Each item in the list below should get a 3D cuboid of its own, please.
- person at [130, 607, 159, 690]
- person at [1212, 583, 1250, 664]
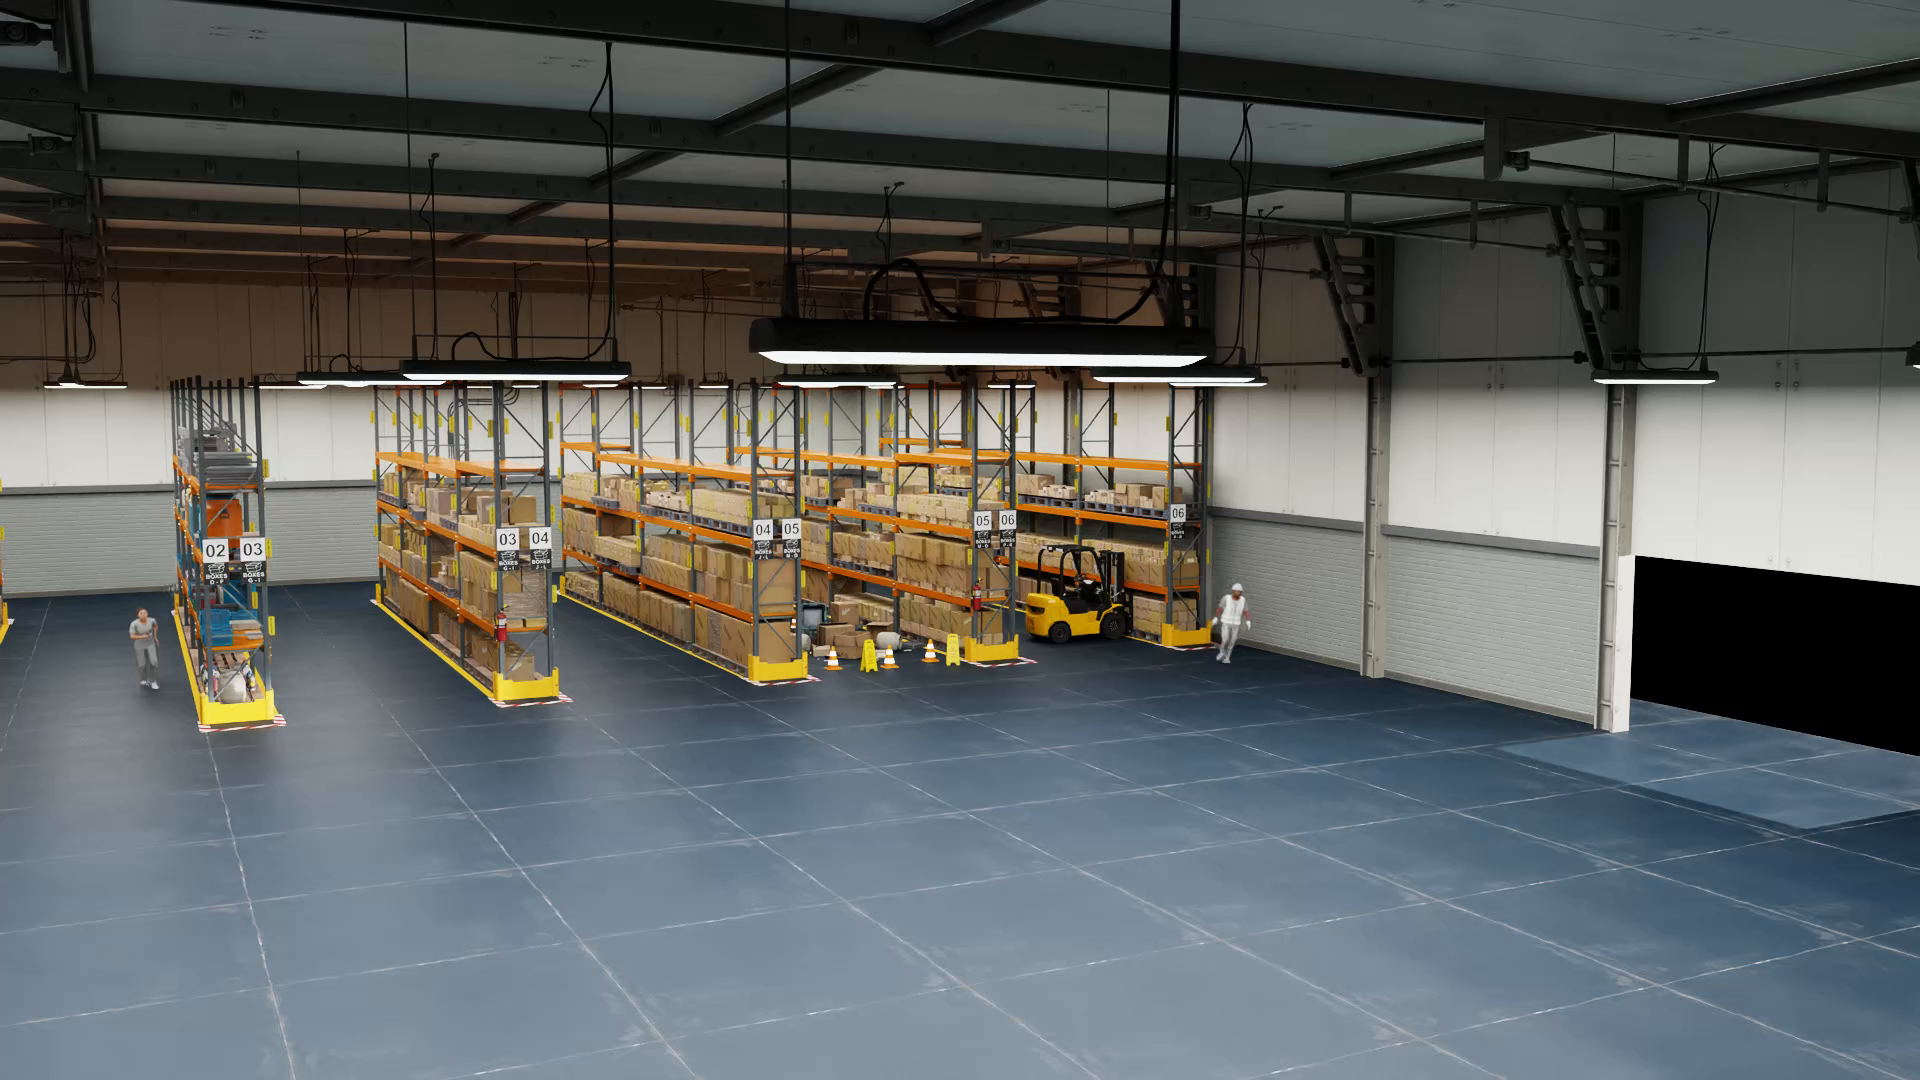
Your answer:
[{"bbox_3d":[-15.699,2.068,32.015,0.494,1.609,0.906,-3,6,-30],"label":"person"},{"bbox_3d":[5.703,1.756,34.874,0.695,1.728,0.625,-1,5,-11],"label":"person"}]
